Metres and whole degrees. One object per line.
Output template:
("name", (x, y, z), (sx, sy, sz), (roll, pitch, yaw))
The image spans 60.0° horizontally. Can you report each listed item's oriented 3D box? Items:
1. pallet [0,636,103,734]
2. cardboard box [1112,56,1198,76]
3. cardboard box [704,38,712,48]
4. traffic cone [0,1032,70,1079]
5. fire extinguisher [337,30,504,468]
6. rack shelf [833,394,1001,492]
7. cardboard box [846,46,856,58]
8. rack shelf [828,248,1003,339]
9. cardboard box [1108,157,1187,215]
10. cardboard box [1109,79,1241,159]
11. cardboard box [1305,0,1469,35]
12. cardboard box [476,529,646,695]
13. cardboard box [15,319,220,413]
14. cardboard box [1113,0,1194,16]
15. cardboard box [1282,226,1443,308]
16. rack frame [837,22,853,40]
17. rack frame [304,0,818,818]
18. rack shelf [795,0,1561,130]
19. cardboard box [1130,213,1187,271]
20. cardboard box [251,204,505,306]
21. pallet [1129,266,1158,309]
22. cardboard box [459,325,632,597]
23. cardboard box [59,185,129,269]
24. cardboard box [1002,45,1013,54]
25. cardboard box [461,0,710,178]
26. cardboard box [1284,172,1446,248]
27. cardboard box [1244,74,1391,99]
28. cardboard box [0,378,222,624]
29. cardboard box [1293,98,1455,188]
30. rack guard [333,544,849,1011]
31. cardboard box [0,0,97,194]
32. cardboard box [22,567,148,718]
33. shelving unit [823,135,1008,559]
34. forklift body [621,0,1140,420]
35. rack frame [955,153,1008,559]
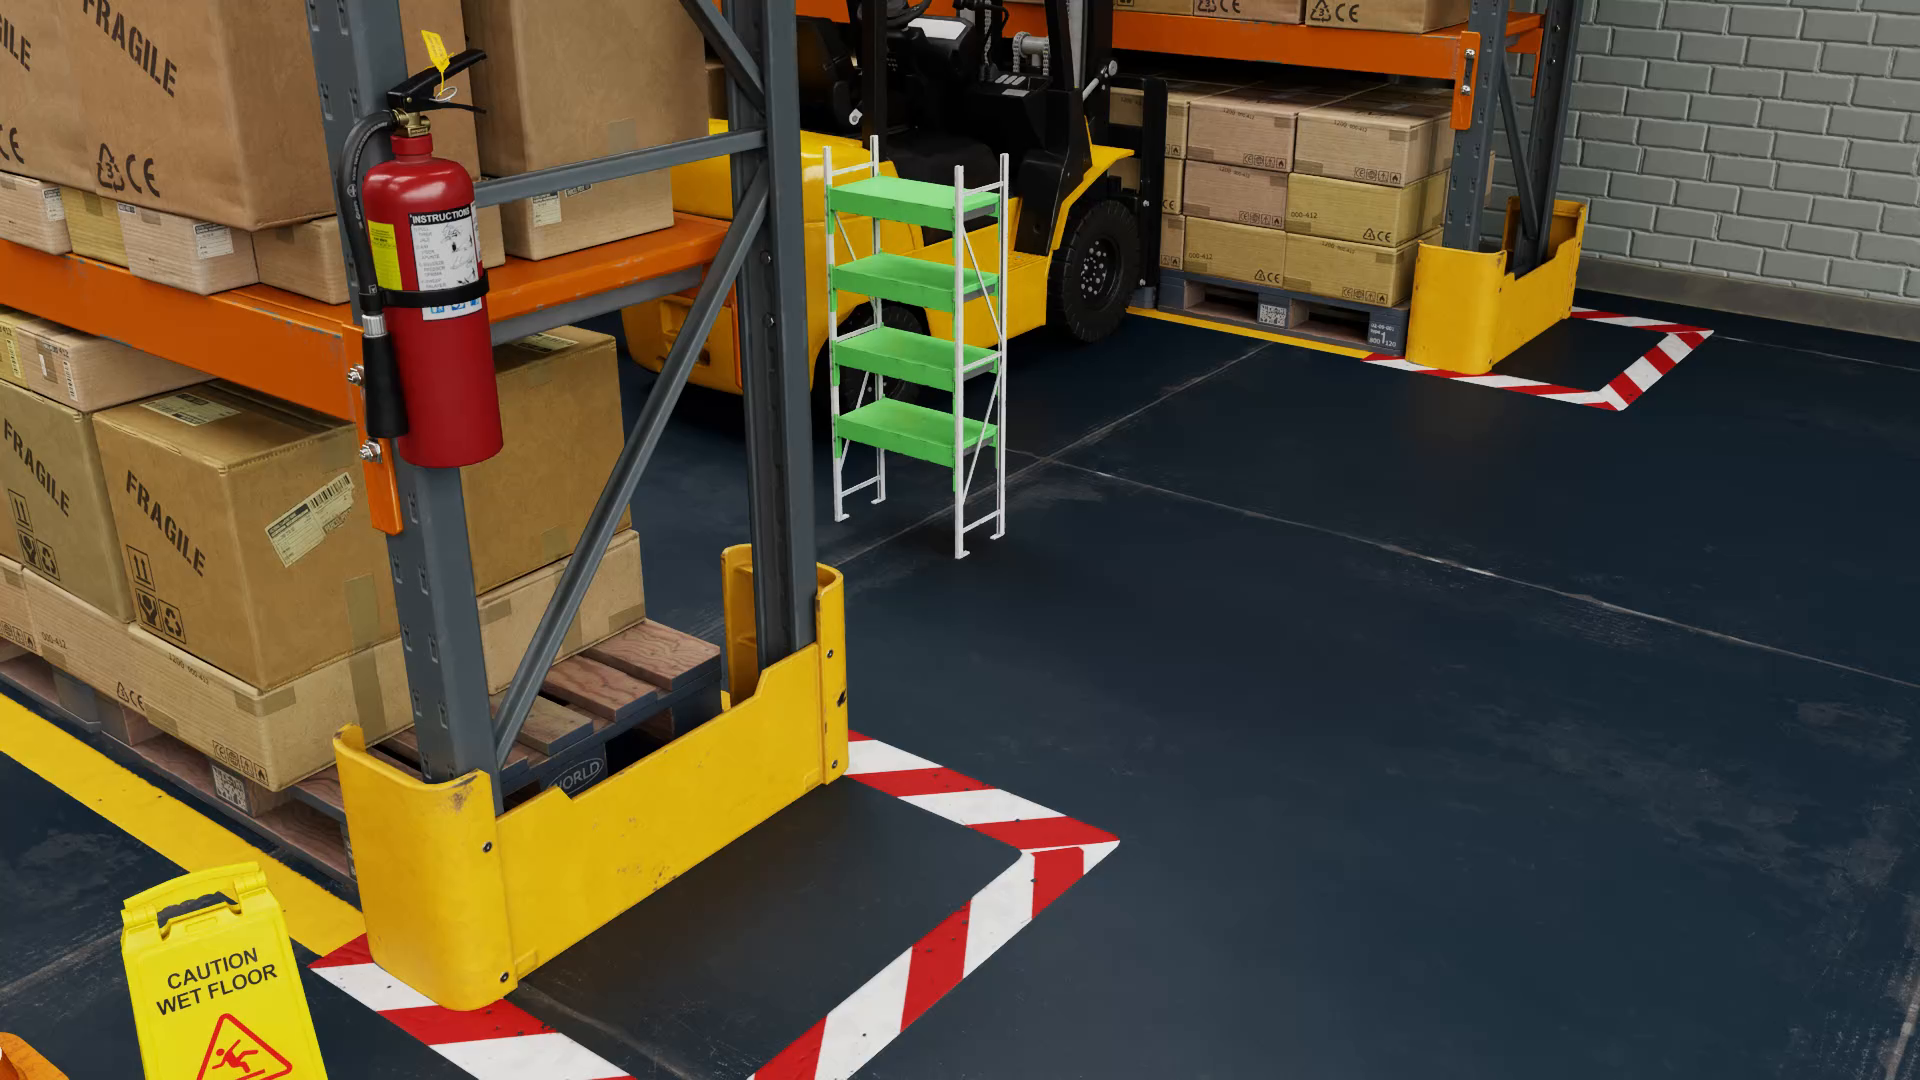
("pallet", (-2.331, 0.086, 4.792), (1.213, 0.211, 1.003), (17, 29, 33))
("cardboard box", (0.832, -2.210, 8.194), (0.500, 0.250, 0.500), (16, 28, 32))
("cardboard box", (-1.937, -2.656, 9.983), (0.625, 0.625, 0.875), (16, 29, 33))
("traffic cone", (-1.787, 0.805, 2.849), (0.334, 0.463, 0.336), (17, 29, 33))
("fire extinguisher", (-0.854, -0.457, 2.662), (0.183, 0.674, 0.296), (17, 29, 33))
("rack shelf", (-0.132, -0.311, 5.221), (0.480, 0.148, 0.258), (17, 29, 33))
("cardboard box", (-0.697, -2.411, 8.652), (0.500, 0.250, 0.500), (16, 29, 33))
("rack shelf", (-0.132, -0.750, 5.028), (0.480, 0.148, 0.258), (17, 29, 33))
("cardboard box", (0.907, -1.693, 7.642), (0.500, 0.250, 0.500), (16, 28, 32))
("cardboard box", (0.927, -1.913, 7.521), (0.500, 0.250, 0.500), (17, 29, 34))
("cardboard box", (1.753, -2.351, 6.741), (0.500, 0.500, 0.500), (16, 28, 32))
("cardboard box", (-1.149, 0.113, 4.162), (0.500, 0.250, 0.500), (17, 29, 33))
("cardboard box", (-1.801, -0.419, 3.635), (0.250, 0.149, 0.380), (18, 29, 35))
("cardboard box", (0.934, -2.603, 7.314), (0.500, 0.500, 0.500), (16, 29, 32))
("cardboard box", (1.739, -1.216, 7.180), (0.500, 0.250, 0.500), (17, 29, 34))
("rack frame", (-0.896, -3.238, 8.879), (0.127, 3.000, 1.000), (17, 29, 33))
("rack frame", (-0.669, -0.668, 3.047), (0.127, 3.000, 1.000), (17, 29, 33))
("rack shelf", (0.704, -2.425, 7.926), (4.000, 0.370, 1.077), (17, 29, 33))
("cardboard box", (0.952, -1.463, 7.741), (0.500, 0.250, 0.500), (17, 29, 34))
("cardboard box", (-1.097, -0.575, 3.146), (0.250, 0.149, 0.380), (18, 29, 35))
("pallet", (0.696, -1.461, 8.305), (1.213, 0.211, 1.003), (17, 29, 33))
("cardboard box", (-1.168, -0.235, 4.023), (0.500, 0.500, 0.500), (16, 28, 32))
("cardboard box", (-1.558, -0.669, 3.360), (0.250, 0.149, 0.380), (16, 29, 32))
("cardboard box", (0.028, -2.455, 8.751), (0.500, 0.250, 0.500), (16, 29, 33))
("cardboard box", (-0.882, -1.054, 3.430), (0.500, 0.500, 0.500), (16, 29, 33))
("cardboard box", (1.728, -1.450, 7.091), (0.500, 0.250, 0.500), (16, 29, 33))
("cardboard box", (1.632, -1.959, 7.625), (0.500, 0.250, 0.500), (17, 29, 33))
("cardboard box", (-1.886, -0.180, 3.898), (0.500, 0.500, 0.500), (18, 30, 35))
("cardboard box", (1.749, -1.673, 6.976), (0.500, 0.250, 0.500), (18, 29, 35))
("rack guard", (-0.730, 0.457, 3.592), (0.348, 0.500, 1.175), (17, 29, 33))
("cardboard box", (-1.667, -1.015, 3.341), (0.500, 0.500, 0.500), (17, 29, 33))
("cardboard box", (-1.887, 0.161, 4.053), (0.500, 0.250, 0.500), (17, 29, 33))
("shelving unit", (-0.132, -0.589, 5.099), (0.503, 1.200, 0.258), (17, 29, 33))
("forklift body", (-0.307, -1.752, 6.559), (1.214, 2.155, 2.313), (17, 29, 33))
("rack frame", (0.063, -0.530, 4.965), (0.015, 1.200, 0.240), (17, 29, 33))
